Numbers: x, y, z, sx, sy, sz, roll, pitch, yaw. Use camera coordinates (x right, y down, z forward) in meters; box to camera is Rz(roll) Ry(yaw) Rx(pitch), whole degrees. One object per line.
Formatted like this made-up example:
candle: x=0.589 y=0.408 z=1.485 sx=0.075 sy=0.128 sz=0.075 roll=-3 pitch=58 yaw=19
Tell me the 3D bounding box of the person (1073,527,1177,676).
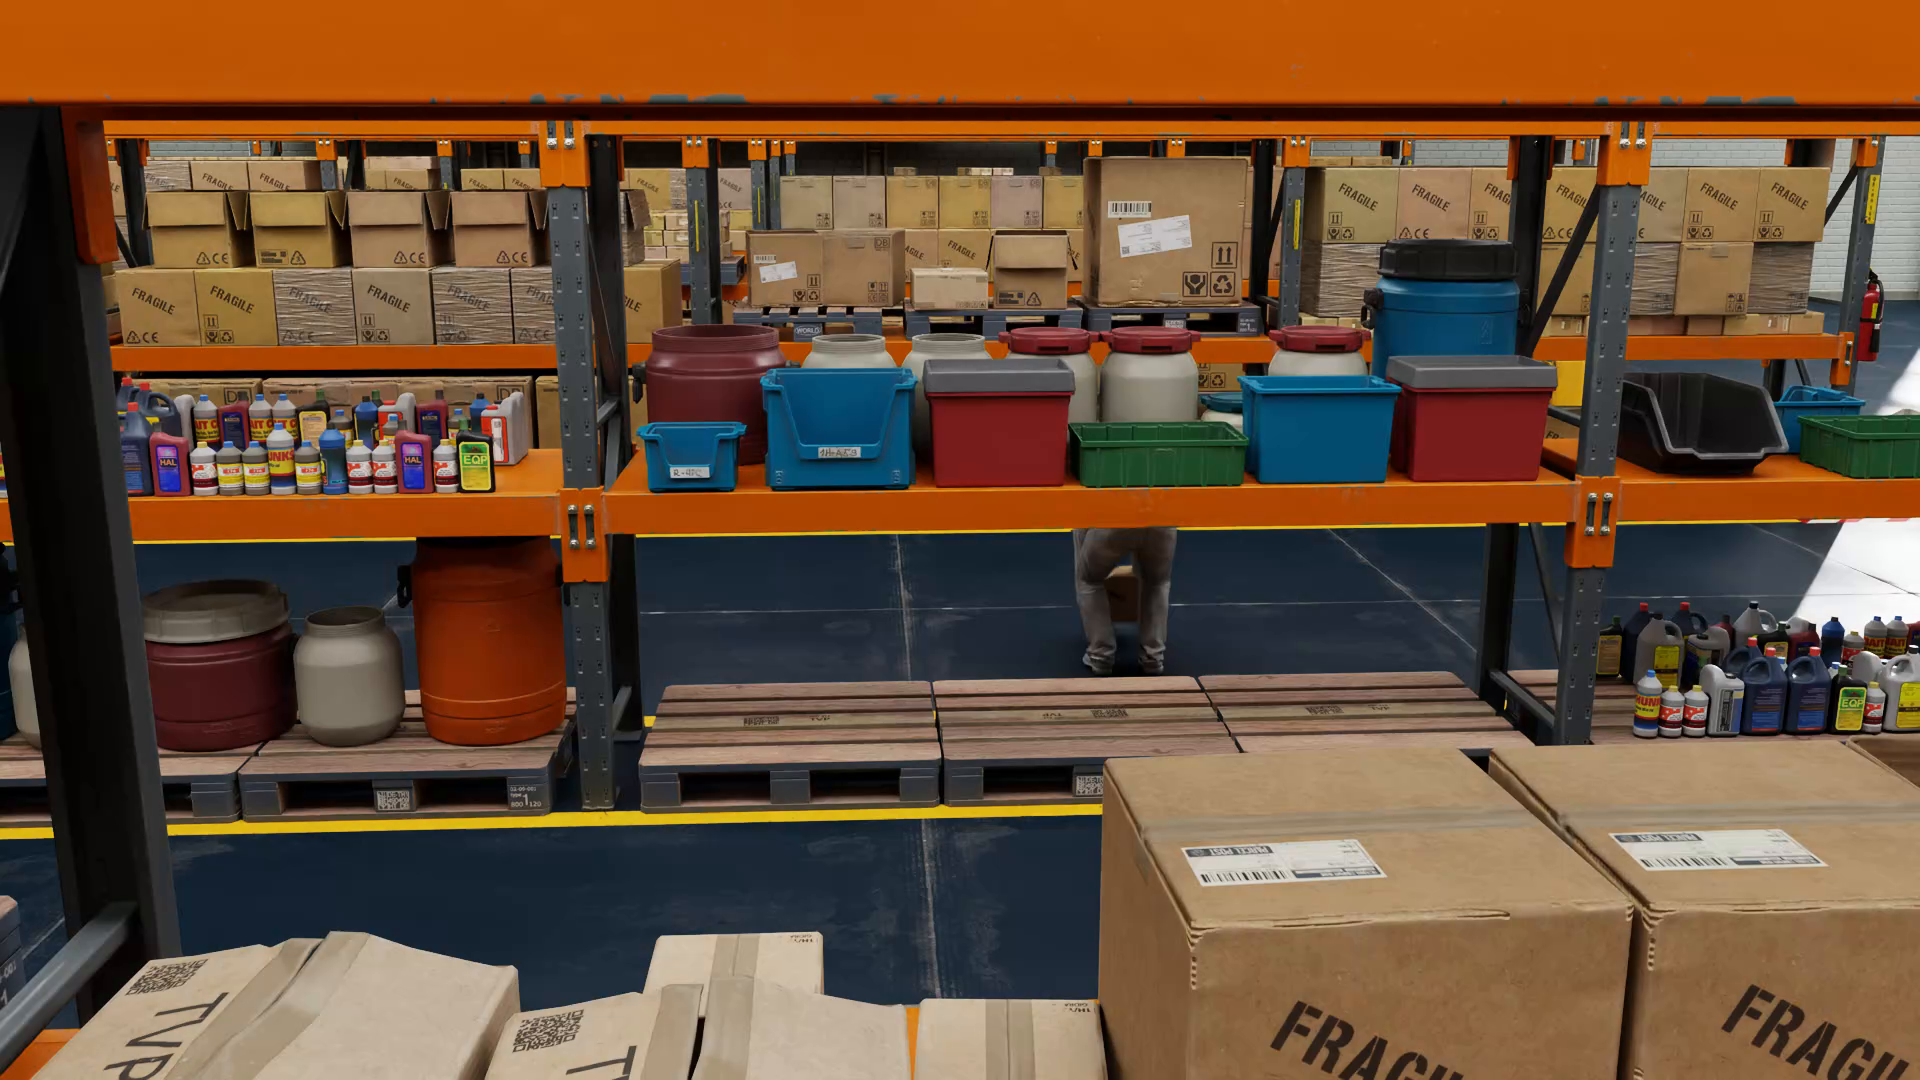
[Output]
person: x=0.820 y=0.099 z=8.592 sx=0.496 sy=1.041 sz=1.005 roll=-1 pitch=14 yaw=-6
